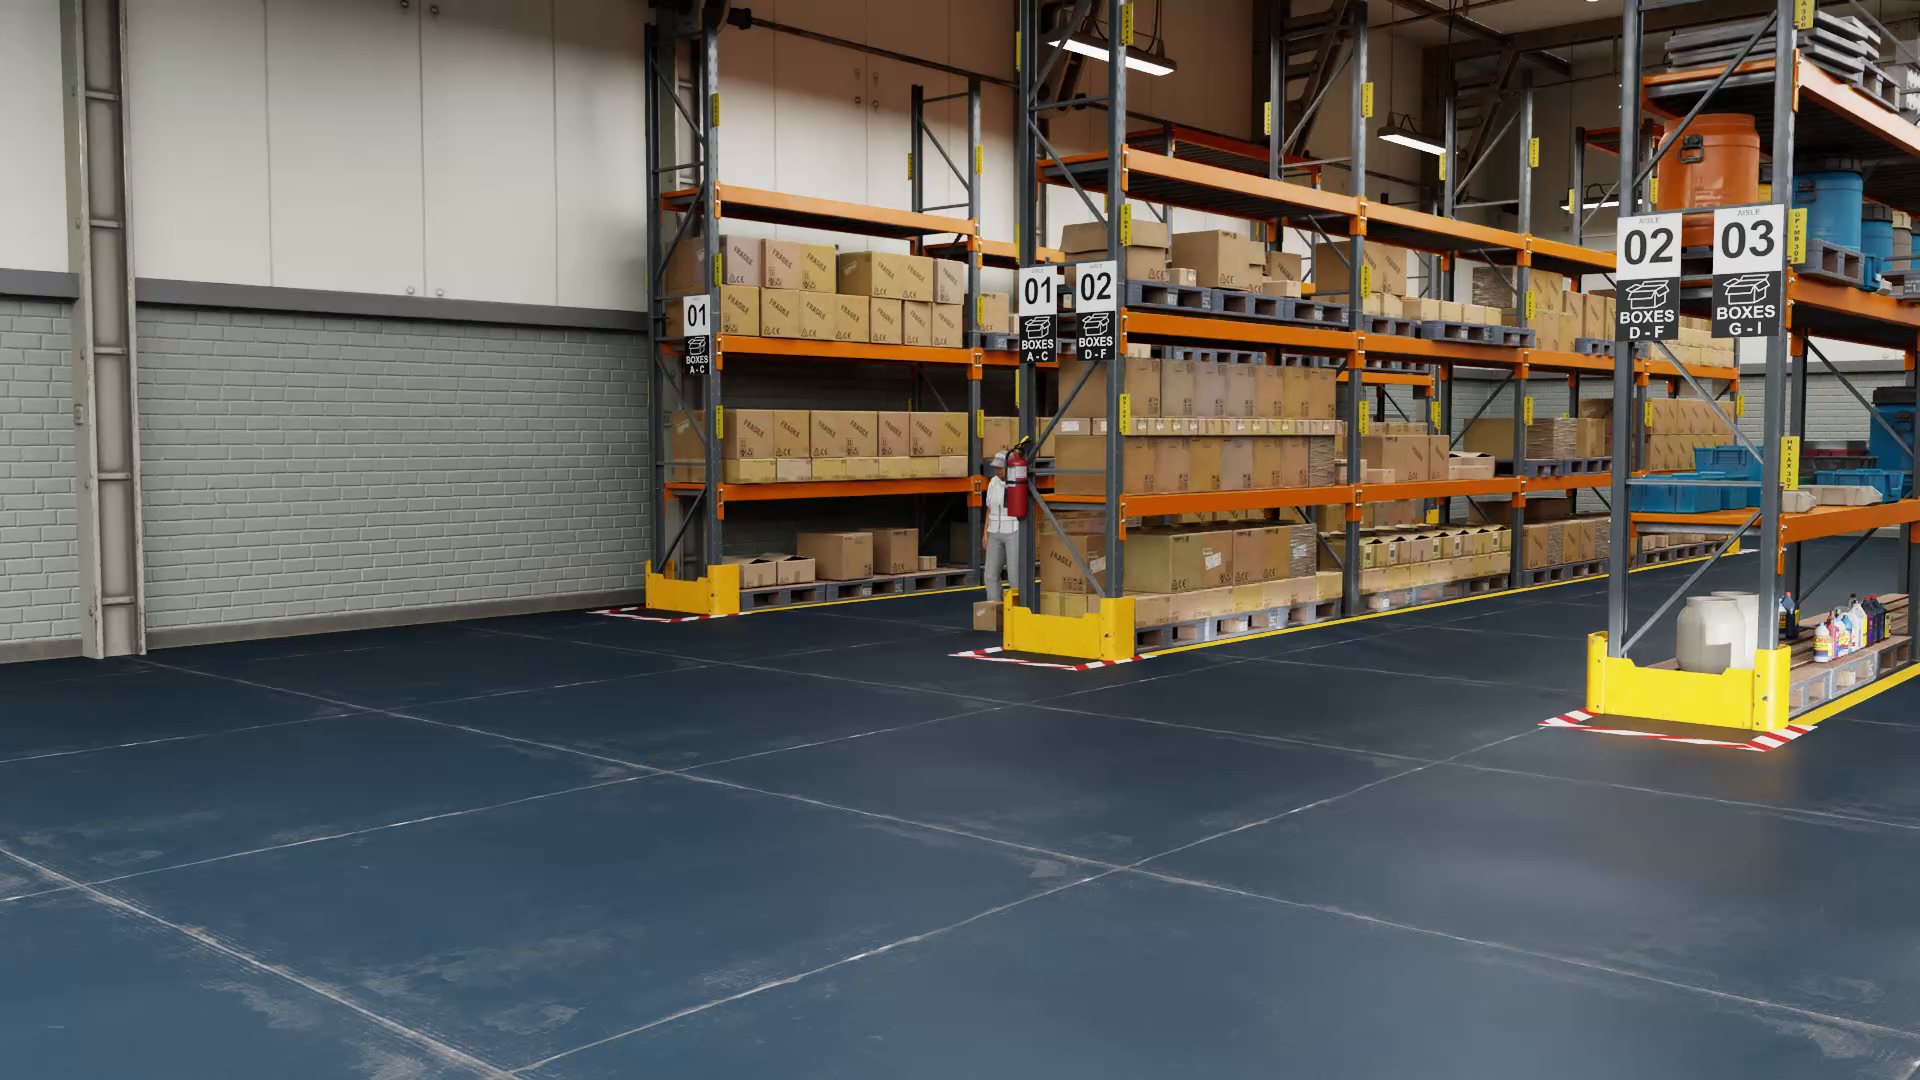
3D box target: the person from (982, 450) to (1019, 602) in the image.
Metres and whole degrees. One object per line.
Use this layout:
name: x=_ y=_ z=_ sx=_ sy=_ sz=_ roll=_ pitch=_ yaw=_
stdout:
person: x=0.426 y=-0.010 z=15.605 sx=0.548 sy=1.666 sz=0.473 roll=3 pitch=5 yaw=39
